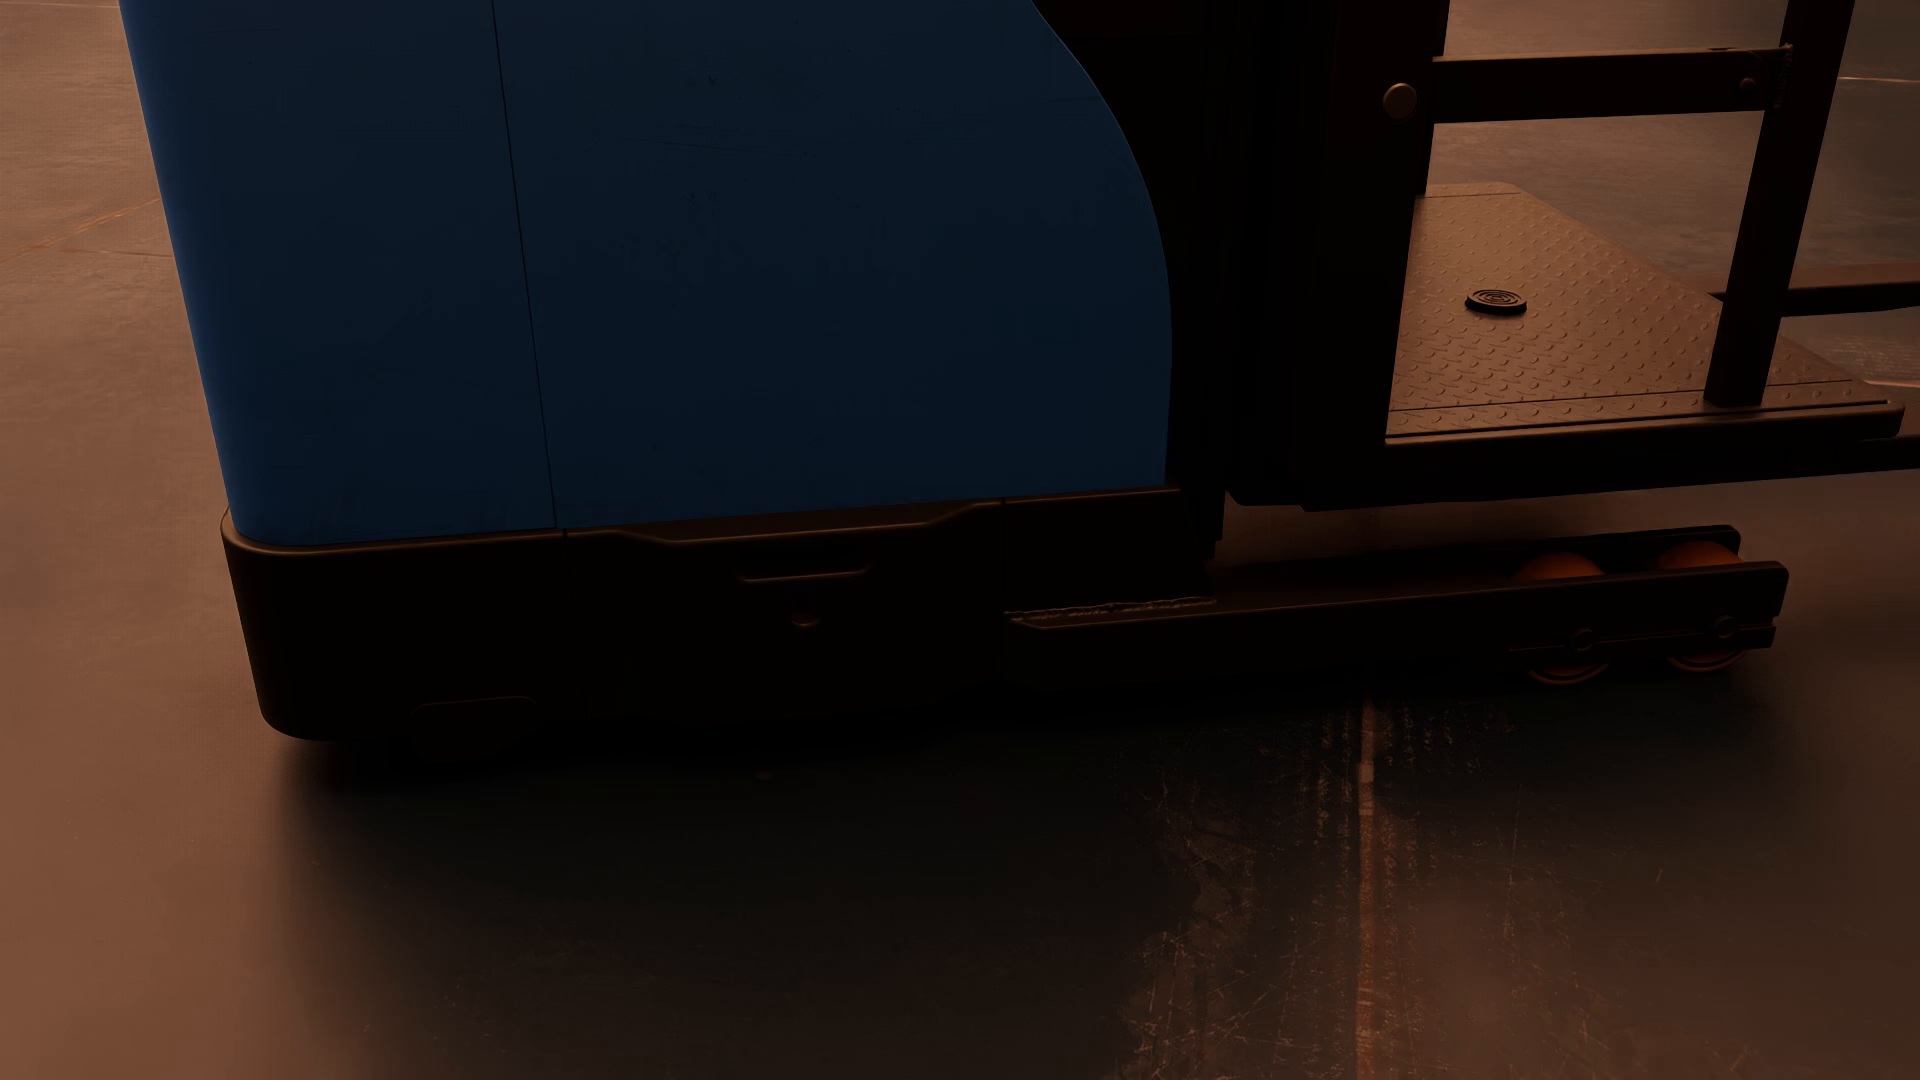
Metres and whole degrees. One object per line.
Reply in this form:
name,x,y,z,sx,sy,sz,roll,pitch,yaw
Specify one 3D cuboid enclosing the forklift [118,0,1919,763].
forklift,0.600,-1.354,1.930,3.031,2.935,1.130,-4,27,-9
